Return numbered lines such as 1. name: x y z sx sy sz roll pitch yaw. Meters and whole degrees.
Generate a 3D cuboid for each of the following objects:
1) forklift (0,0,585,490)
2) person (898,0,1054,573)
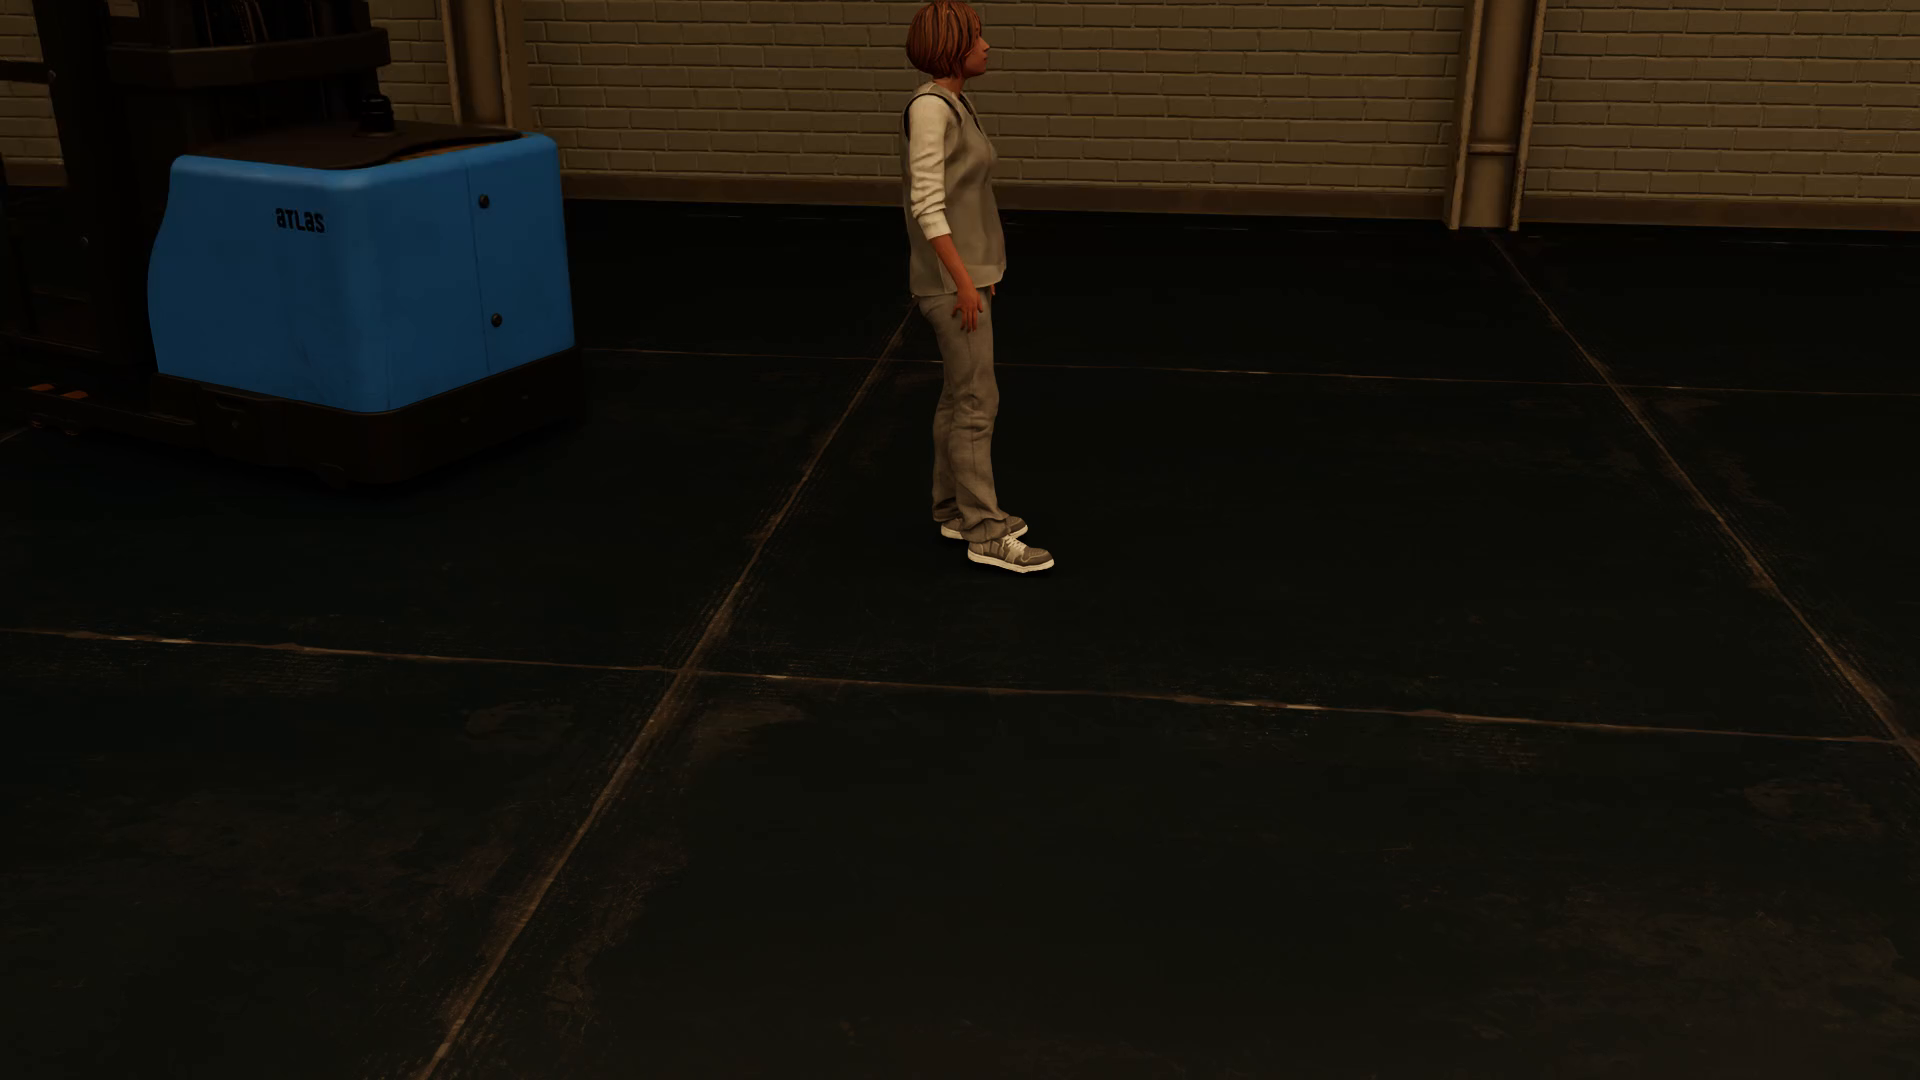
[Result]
1. forklift: -2.945 -1.902 5.976 3.031 2.935 1.130 11 25 26
2. person: 0.071 -0.739 4.855 0.475 1.596 0.521 3 22 7
